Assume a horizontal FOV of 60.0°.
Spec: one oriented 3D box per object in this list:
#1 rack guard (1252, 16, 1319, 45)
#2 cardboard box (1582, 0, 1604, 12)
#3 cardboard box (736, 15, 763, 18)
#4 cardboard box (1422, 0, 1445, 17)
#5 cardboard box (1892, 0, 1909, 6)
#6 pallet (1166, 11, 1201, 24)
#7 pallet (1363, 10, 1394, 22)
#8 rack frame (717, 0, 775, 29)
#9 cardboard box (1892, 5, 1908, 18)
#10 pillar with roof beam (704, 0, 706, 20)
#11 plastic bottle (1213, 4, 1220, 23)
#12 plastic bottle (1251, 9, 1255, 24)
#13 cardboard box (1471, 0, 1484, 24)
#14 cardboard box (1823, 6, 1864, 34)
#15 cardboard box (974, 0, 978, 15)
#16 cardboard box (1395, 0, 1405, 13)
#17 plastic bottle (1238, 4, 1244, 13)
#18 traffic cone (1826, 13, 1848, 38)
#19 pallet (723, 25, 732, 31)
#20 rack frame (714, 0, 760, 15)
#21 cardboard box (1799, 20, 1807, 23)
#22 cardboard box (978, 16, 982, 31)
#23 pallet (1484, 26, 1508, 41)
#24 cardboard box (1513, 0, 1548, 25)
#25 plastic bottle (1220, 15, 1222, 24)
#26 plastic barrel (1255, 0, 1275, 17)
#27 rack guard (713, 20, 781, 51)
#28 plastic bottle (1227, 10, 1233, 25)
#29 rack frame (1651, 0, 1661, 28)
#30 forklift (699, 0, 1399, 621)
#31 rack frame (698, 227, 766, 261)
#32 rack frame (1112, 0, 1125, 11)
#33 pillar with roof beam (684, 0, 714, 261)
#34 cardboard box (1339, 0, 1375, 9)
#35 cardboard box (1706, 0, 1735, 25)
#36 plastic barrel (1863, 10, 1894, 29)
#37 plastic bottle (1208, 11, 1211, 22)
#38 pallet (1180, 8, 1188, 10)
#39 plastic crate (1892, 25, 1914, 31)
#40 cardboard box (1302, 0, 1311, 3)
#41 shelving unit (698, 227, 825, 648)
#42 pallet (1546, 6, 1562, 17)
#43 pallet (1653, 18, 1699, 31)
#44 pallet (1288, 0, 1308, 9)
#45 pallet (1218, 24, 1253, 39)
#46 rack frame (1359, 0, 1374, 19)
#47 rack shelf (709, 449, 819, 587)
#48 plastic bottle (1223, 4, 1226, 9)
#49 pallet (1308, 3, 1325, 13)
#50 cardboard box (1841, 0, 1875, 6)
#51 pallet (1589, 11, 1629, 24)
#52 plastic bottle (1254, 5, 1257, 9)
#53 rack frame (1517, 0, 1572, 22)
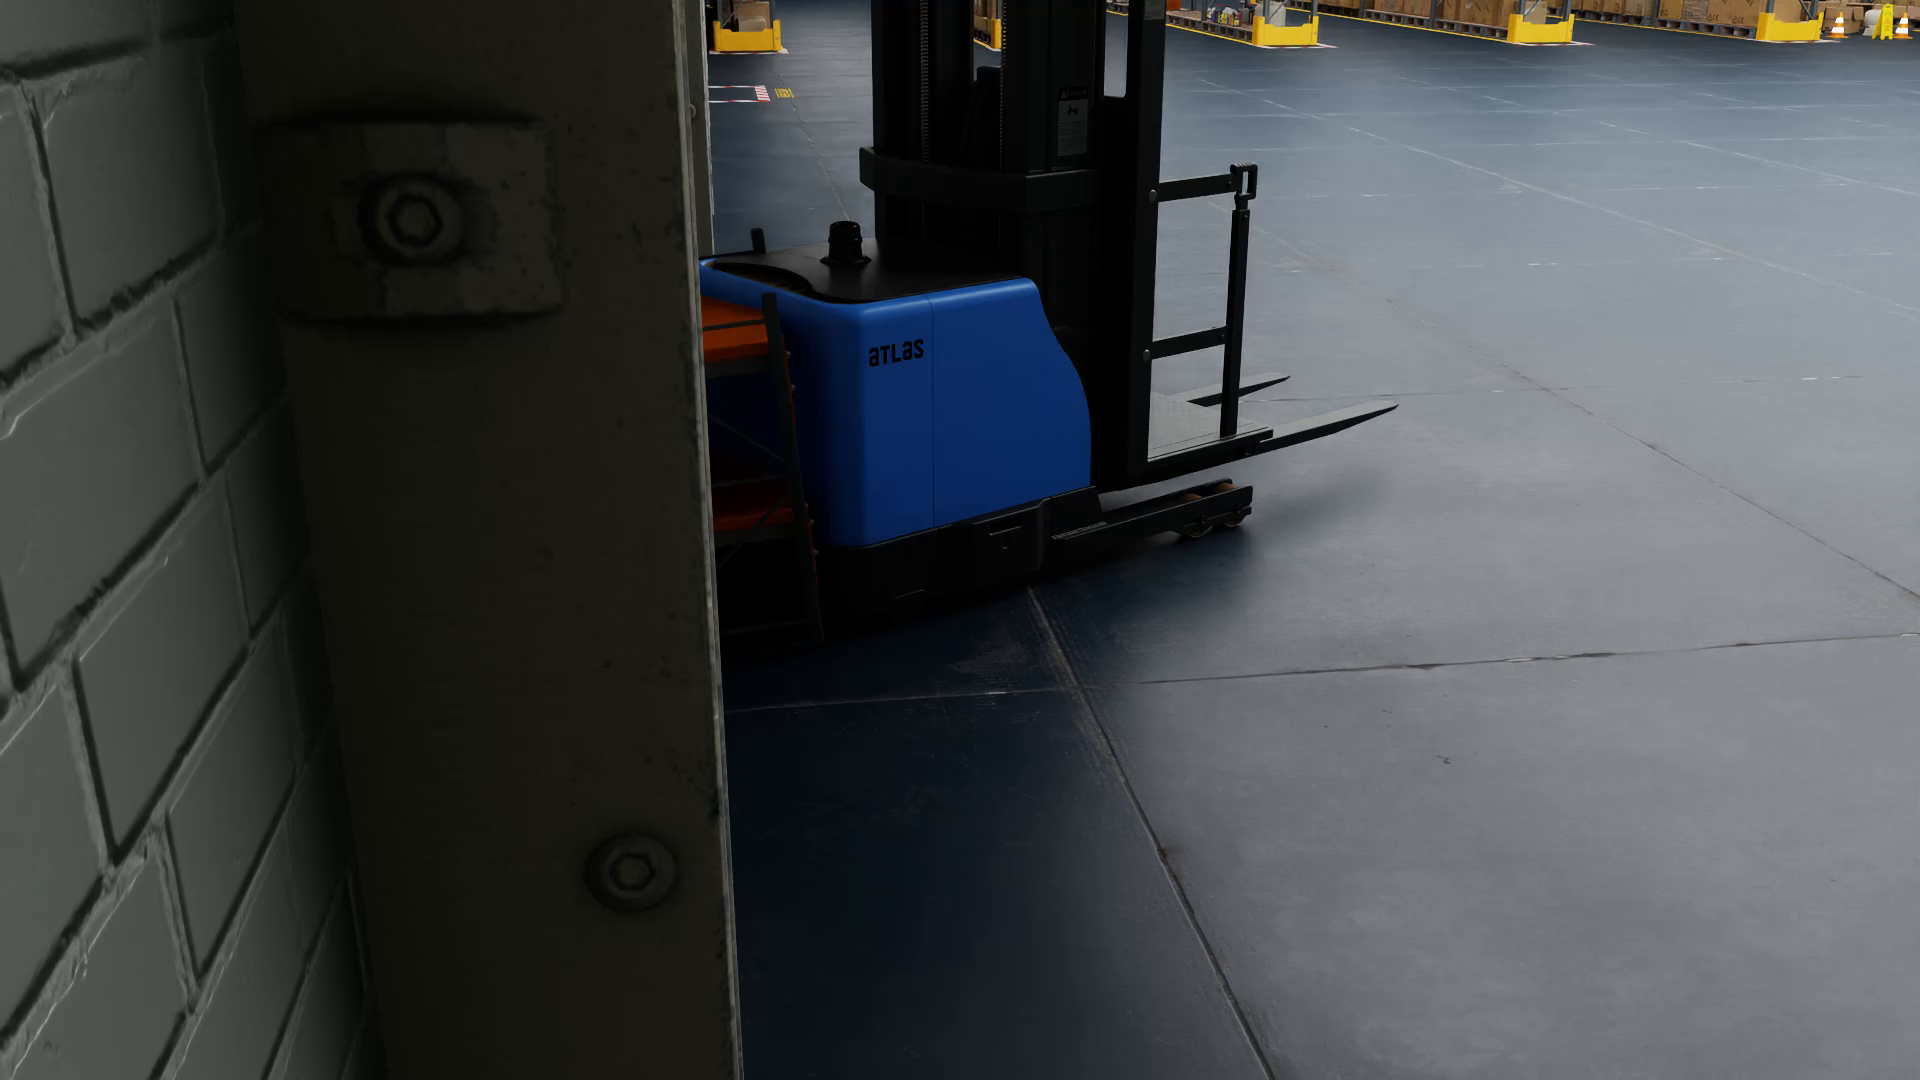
[{"bbox_3d":[5.996,-9.402,30.674,1.175,0.500,0.348,-3,21,-8],"label":"rack guard"},{"bbox_3d":[14.853,-12.409,37.767,1.050,0.750,0.750,-3,21,-7],"label":"cardboard box"},{"bbox_3d":[-3.842,-9.437,30.411,0.500,0.311,0.500,-1,21,-3],"label":"cardboard box"},{"bbox_3d":[10.311,-11.432,35.482,0.700,0.500,0.500,-5,21,-12],"label":"cardboard box"},{"bbox_3d":[20.092,-11.541,35.086,0.500,0.500,0.500,-2,21,-6],"label":"cardboard box"},{"bbox_3d":[4.974,-11.742,37.353,1.003,0.211,1.213,-3,21,-8],"label":"pallet"},{"bbox_3d":[9.913,-11.992,38.021,1.003,0.211,1.213,-3,21,-8],"label":"pallet"},{"bbox_3d":[-3.750,-10.049,28.835,1.000,3.000,0.127,-3,21,-8],"label":"rack frame"},{"bbox_3d":[20.091,-11.190,35.219,0.500,0.250,0.500,-2,21,-5],"label":"cardboard box"},{"bbox_3d":[-1.311,-15.353,34.461,9.100,9.000,0.400,-3,21,-8],"label":"pillar with roof beam"},{"bbox_3d":[5.183,-10.599,33.463,0.144,0.351,0.185,-2,21,-6],"label":"plastic bottle"},{"bbox_3d":[5.844,-10.419,33.078,0.061,0.283,0.133,-3,21,-8],"label":"plastic bottle"},{"bbox_3d":[10.654,-10.660,33.443,0.500,0.500,0.500,-5,21,-13],"label":"cardboard box"},{"bbox_3d":[18.003,-10.610,33.903,0.637,0.503,0.797,17,27,39],"label":"cardboard box"},{"bbox_3d":[0.551,-10.250,31.629,0.500,0.500,0.500,-3,21,-8],"label":"cardboard box"},{"bbox_3d":[10.100,-11.985,36.963,0.700,0.500,0.500,-1,21,-3],"label":"cardboard box"},{"bbox_3d":[5.713,-10.683,33.690,0.144,0.351,0.185,-3,21,-8],"label":"plastic bottle"},{"bbox_3d":[17.207,-10.081,32.546,0.336,0.463,0.334,-3,21,-8],"label":"traffic cone"},{"bbox_3d":[-4.194,-9.897,32.413,1.003,0.211,1.213,-3,21,-8],"label":"pallet"},{"bbox_3d":[-4.903,-12.819,36.251,1.000,3.000,0.127,-3,21,-8],"label":"rack frame"},{"bbox_3d":[17.372,-10.616,34.259,0.396,0.266,0.258,1,20,2],"label":"cardboard box"},{"bbox_3d":[0.624,-9.725,31.297,0.500,0.250,0.500,-3,21,-8],"label":"cardboard box"},{"bbox_3d":[10.862,-9.802,32.158,1.003,0.211,1.213,-3,21,-8],"label":"pallet"},{"bbox_3d":[10.882,-10.041,31.787,0.500,0.500,0.500,1,20,2],"label":"cardboard box"},{"bbox_3d":[5.228,-10.364,33.049,0.097,0.201,0.097,0,20,0],"label":"plastic bottle"},{"bbox_3d":[5.811,-9.978,31.599,0.421,0.512,0.421,0,20,0],"label":"plastic barrel"},{"bbox_3d":[-3.761,-8.905,29.343,1.175,0.500,0.348,-3,21,-8],"label":"rack guard"},{"bbox_3d":[5.326,-10.229,32.582,0.152,0.276,0.135,-3,21,-9],"label":"plastic bottle"},{"bbox_3d":[15.301,-12.399,35.126,1.000,3.000,0.127,-3,21,-8],"label":"rack frame"},{"bbox_3d":[0.494,-1.510,6.070,3.031,2.935,1.130,-16,25,-36],"label":"forklift"},{"bbox_3d":[-0.878,-0.530,5.962,0.500,1.125,0.032,-8,22,-6],"label":"rack frame"},{"bbox_3d":[4.324,-14.704,41.297,1.000,3.000,0.127,-3,21,-8],"label":"rack frame"},{"bbox_3d":[3.013,-4.966,6.651,9.100,9.000,0.400,-3,21,-8],"label":"pillar with roof beam"},{"bbox_3d":[9.723,-13.010,39.199,1.225,0.875,0.875,-4,21,-10],"label":"cardboard box"},{"bbox_3d":[15.586,-10.751,33.151,0.875,0.875,0.875,-3,21,-9],"label":"cardboard box"},{"bbox_3d":[18.966,-10.730,34.341,0.512,0.421,0.421,12,24,30],"label":"plastic barrel"},{"bbox_3d":[5.104,-10.661,33.845,0.097,0.201,0.097,0,20,0],"label":"plastic bottle"},{"bbox_3d":[4.746,-12.283,38.802,1.003,0.211,1.213,-3,21,-8],"label":"pallet"},{"bbox_3d":[19.600,-10.731,34.833,0.402,0.080,0.583,-11,23,-26],"label":"plastic crate"},{"bbox_3d":[9.337,-13.934,41.673,1.225,0.875,0.875,-3,21,-8],"label":"cardboard box"},{"bbox_3d":[-0.803,-0.347,5.493,0.538,1.125,1.048,-8,22,-6],"label":"shelving unit"},{"bbox_3d":[14.614,-12.748,40.046,1.003,0.211,1.213,-3,21,-8],"label":"pallet"},{"bbox_3d":[15.334,-10.825,34.898,1.003,0.211,1.213,-3,21,-8],"label":"pallet"},{"bbox_3d":[9.193,-13.914,43.169,1.003,0.211,1.213,-3,21,-8],"label":"pallet"},{"bbox_3d":[5.712,-9.970,32.607,1.003,0.211,1.213,-3,21,-8],"label":"pallet"},{"bbox_3d":[9.802,-13.569,38.258,1.000,3.000,0.127,-3,21,-8],"label":"rack frame"},{"bbox_3d":[-0.780,-0.122,5.585,0.538,0.278,1.000,-8,22,-6],"label":"rack shelf"},{"bbox_3d":[5.326,-10.606,33.483,0.144,0.351,0.185,-3,21,-8],"label":"plastic bottle"},{"bbox_3d":[9.411,-13.384,41.749,1.003,0.211,1.213,-3,21,-8],"label":"pallet"},{"bbox_3d":[20.107,-11.831,36.760,0.950,0.372,0.625,-3,21,-7],"label":"cardboard box"},{"bbox_3d":[14.936,-11.779,37.452,1.003,0.211,1.213,-3,21,-8],"label":"pallet"},{"bbox_3d":[5.930,-10.512,33.232,0.144,0.351,0.185,-3,21,-8],"label":"plastic bottle"},{"bbox_3d":[10.955,-10.799,30.842,1.000,3.000,0.127,-3,21,-8],"label":"rack frame"}]
